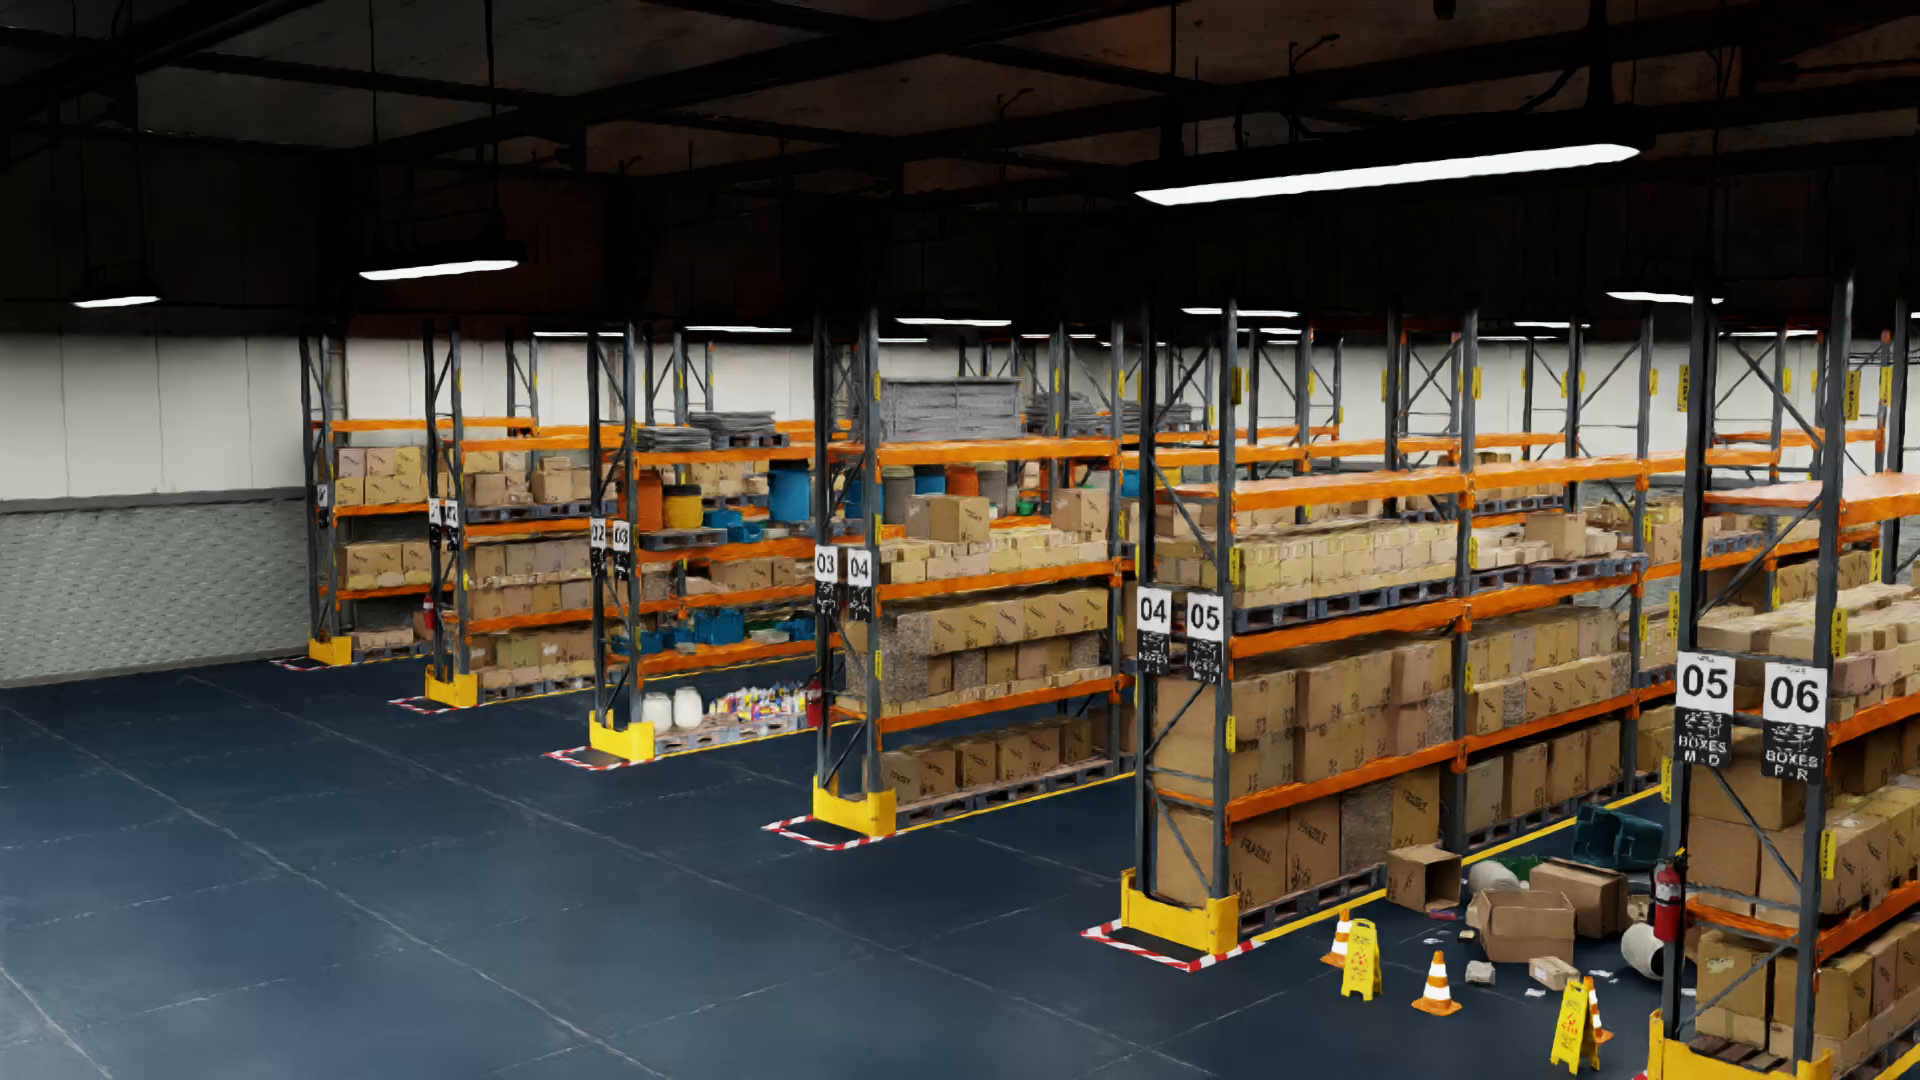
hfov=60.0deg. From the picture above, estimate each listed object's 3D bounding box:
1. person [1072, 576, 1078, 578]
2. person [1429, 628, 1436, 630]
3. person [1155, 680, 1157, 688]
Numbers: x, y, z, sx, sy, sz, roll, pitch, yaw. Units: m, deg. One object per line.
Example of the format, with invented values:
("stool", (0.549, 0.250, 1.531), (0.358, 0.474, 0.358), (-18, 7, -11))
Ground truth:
("person", (3.046, 0.102, 41.232), (0.778, 1.764, 0.612), (0, 6, -5))
("person", (6.260, 2.052, 21.865), (0.446, 1.789, 0.605), (2, 6, 17))
("person", (2.946, 1.815, 25.449), (0.513, 1.589, 0.571), (-6, 8, -44))
